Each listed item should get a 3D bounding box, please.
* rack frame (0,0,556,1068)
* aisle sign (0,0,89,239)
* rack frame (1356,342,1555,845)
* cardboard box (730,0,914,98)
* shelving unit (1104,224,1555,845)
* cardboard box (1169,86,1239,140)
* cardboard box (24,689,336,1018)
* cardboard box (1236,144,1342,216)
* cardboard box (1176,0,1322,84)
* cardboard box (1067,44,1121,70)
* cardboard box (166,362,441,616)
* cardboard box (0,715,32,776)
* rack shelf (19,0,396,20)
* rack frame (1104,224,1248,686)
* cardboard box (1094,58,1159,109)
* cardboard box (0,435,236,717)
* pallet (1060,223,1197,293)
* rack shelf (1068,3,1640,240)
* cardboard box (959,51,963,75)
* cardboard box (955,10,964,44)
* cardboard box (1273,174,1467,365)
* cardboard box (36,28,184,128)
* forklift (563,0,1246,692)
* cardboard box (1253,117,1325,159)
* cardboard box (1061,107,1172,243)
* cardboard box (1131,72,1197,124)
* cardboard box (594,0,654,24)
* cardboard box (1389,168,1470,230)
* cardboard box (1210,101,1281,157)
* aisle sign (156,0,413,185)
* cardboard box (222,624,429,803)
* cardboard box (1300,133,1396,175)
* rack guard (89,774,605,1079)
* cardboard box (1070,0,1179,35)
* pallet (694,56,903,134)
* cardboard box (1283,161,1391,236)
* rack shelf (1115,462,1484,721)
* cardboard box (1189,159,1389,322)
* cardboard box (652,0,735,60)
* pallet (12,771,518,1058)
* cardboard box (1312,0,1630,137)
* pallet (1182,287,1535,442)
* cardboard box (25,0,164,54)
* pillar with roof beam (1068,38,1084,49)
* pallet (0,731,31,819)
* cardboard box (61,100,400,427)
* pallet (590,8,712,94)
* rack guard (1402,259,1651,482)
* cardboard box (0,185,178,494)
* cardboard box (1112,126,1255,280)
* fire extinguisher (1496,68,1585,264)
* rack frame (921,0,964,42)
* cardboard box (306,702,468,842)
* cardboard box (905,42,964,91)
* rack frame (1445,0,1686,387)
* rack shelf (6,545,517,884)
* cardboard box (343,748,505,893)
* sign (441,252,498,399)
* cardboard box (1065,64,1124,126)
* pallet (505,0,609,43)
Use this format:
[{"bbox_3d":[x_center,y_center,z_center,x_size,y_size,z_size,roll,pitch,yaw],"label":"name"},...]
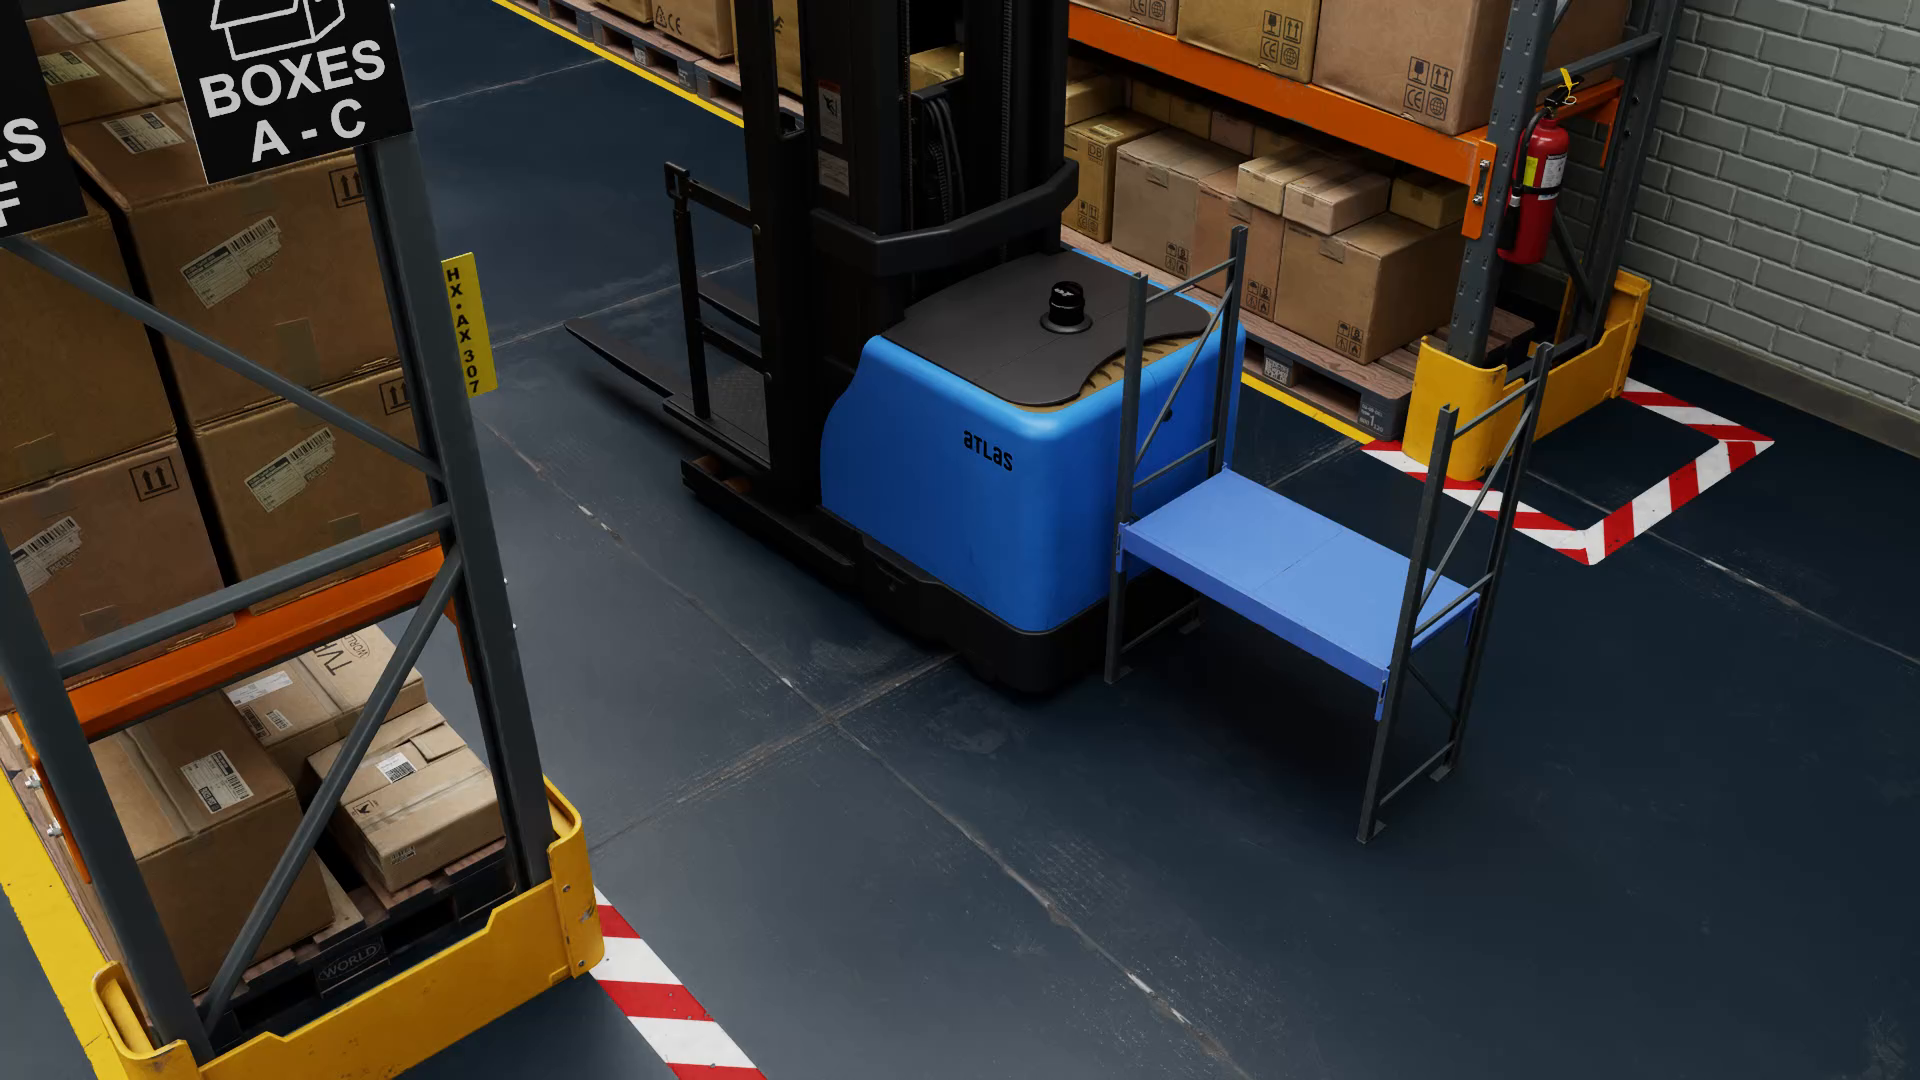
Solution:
[{"bbox_3d":[-1.470,0.106,3.505,1.000,3.000,0.127,-26,43,-32],"label":"rack frame"},{"bbox_3d":[-1.660,-0.810,2.550,0.394,0.787,0.004,-26,43,-32],"label":"aisle sign"},{"bbox_3d":[1.377,0.193,4.680,0.500,1.500,0.032,-29,44,-34],"label":"rack frame"},{"bbox_3d":[-0.788,-3.042,9.446,0.750,0.750,0.750,-25,43,-31],"label":"cardboard box"},{"bbox_3d":[1.025,-0.019,4.979,0.538,1.500,1.048,-29,44,-34],"label":"shelving unit"},{"bbox_3d":[1.197,-2.009,7.730,0.380,0.149,0.250,-26,43,-31],"label":"cardboard box"},{"bbox_3d":[-2.009,0.799,4.309,0.500,0.500,0.500,-26,43,-32],"label":"cardboard box"},{"bbox_3d":[1.396,-1.532,7.056,0.380,0.149,0.250,-25,42,-31],"label":"cardboard box"},{"bbox_3d":[1.497,-2.404,6.789,0.980,0.700,0.700,-26,43,-32],"label":"cardboard box"},{"bbox_3d":[0.705,-2.347,8.206,0.380,0.149,0.250,-28,44,-33],"label":"cardboard box"},{"bbox_3d":[-1.555,-0.229,3.891,0.500,0.500,0.500,-25,42,-31],"label":"cardboard box"},{"bbox_3d":[-2.599,0.470,4.990,0.500,0.250,0.500,-26,43,-32],"label":"cardboard box"},{"bbox_3d":[-2.761,-1.707,4.092,1.077,0.370,4.000,-26,43,-32],"label":"rack shelf"},{"bbox_3d":[0.673,-0.231,5.278,0.500,1.500,0.032,-29,44,-34],"label":"rack frame"},{"bbox_3d":[0.867,-2.235,8.048,0.380,0.149,0.250,-26,43,-31],"label":"cardboard box"},{"bbox_3d":[-1.967,-0.031,3.612,0.500,0.500,0.500,-25,42,-30],"label":"cardboard box"},{"bbox_3d":[0.953,-1.467,8.139,1.003,0.211,1.213,-26,43,-32],"label":"pallet"},{"bbox_3d":[1.021,-2.332,7.571,1.077,0.370,4.000,-26,43,-32],"label":"rack shelf"},{"bbox_3d":[0.216,-2.337,8.193,0.380,0.149,0.250,-24,42,-30],"label":"cardboard box"},{"bbox_3d":[0.193,-2.695,8.698,0.380,0.149,0.250,-26,43,-32],"label":"cardboard box"},{"bbox_3d":[1.783,-1.166,7.101,0.700,0.500,0.500,-26,43,-32],"label":"cardboard box"},{"bbox_3d":[-1.898,-0.865,3.924,0.500,0.500,0.500,-26,43,-31],"label":"cardboard box"},{"bbox_3d":[-0.432,-1.457,5.771,1.130,2.935,3.031,-29,44,-34],"label":"forklift"},{"bbox_3d":[1.528,-1.784,7.412,0.380,0.149,0.250,-26,43,-31],"label":"cardboard box"},{"bbox_3d":[0.786,-1.841,8.054,0.700,0.500,0.500,-25,42,-31],"label":"cardboard box"},{"bbox_3d":[1.034,-2.121,7.888,0.380,0.149,0.250,-27,43,-33],"label":"cardboard box"},{"bbox_3d":[-1.916,-3.806,10.526,0.750,0.750,0.750,-26,43,-32],"label":"cardboard box"},{"bbox_3d":[2.017,-1.450,6.941,0.380,0.149,0.250,-26,43,-31],"label":"cardboard box"},{"bbox_3d":[1.364,-1.896,7.570,0.380,0.149,0.250,-25,42,-31],"label":"cardboard box"},{"bbox_3d":[-1.202,-1.034,2.865,0.394,0.787,0.004,-26,43,-32],"label":"aisle sign"},{"bbox_3d":[-1.927,0.482,4.972,0.500,0.250,0.500,-26,43,-32],"label":"cardboard box"},{"bbox_3d":[1.689,-1.674,7.256,0.380,0.149,0.250,-26,43,-32],"label":"cardboard box"},{"bbox_3d":[-1.519,1.093,4.275,1.175,0.500,0.348,-26,43,-32],"label":"rack guard"},{"bbox_3d":[1.012,-2.744,7.270,0.980,0.700,0.700,-28,44,-34],"label":"cardboard box"},{"bbox_3d":[-0.825,-2.684,9.857,1.003,0.211,1.213,-26,43,-32],"label":"pallet"},{"bbox_3d":[1.561,-1.420,6.897,0.380,0.149,0.250,-27,43,-32],"label":"cardboard box"},{"bbox_3d":[1.025,0.128,5.083,0.538,0.185,1.000,-29,44,-34],"label":"rack shelf"},{"bbox_3d":[1.461,-1.387,7.412,0.700,0.500,0.500,-26,43,-32],"label":"cardboard box"},{"bbox_3d":[-1.364,-3.433,9.999,0.750,0.750,0.750,-25,42,-30],"label":"cardboard box"},{"bbox_3d":[-2.034,0.859,4.855,1.003,0.211,1.213,-26,43,-32],"label":"pallet"},{"bbox_3d":[1.975,-2.087,6.342,0.980,0.700,0.700,-24,42,-30],"label":"cardboard box"},{"bbox_3d":[1.736,-0.929,7.379,1.003,0.211,1.213,-26,43,-32],"label":"pallet"},{"bbox_3d":[-2.217,-1.088,4.239,0.500,0.500,0.500,-25,42,-31],"label":"cardboard box"},{"bbox_3d":[-2.446,-4.365,4.628,9.100,9.000,0.400,-26,43,-32],"label":"pillar with roof beam"},{"bbox_3d":[-2.818,0.321,5.615,1.003,0.211,1.213,-26,43,-32],"label":"pallet"},{"bbox_3d":[-1.555,-0.637,3.602,0.500,0.500,0.500,-25,42,-30],"label":"cardboard box"},{"bbox_3d":[-1.617,-3.223,10.618,1.003,0.211,1.213,-26,43,-32],"label":"pallet"},{"bbox_3d":[2.327,-0.712,6.823,1.175,0.500,0.348,-26,43,-32],"label":"rack guard"},{"bbox_3d":[-1.967,-0.437,3.319,0.500,0.500,0.500,-26,43,-32],"label":"cardboard box"},{"bbox_3d":[1.135,-1.609,7.726,0.700,0.500,0.500,-28,44,-33],"label":"cardboard box"},{"bbox_3d":[2.056,-1.321,5.909,0.296,0.674,0.183,-26,43,-32],"label":"fire extinguisher"},{"bbox_3d":[-0.270,-3.509,8.609,1.000,3.000,0.127,-26,43,-32],"label":"rack frame"},{"bbox_3d":[-1.639,0.659,4.794,0.380,0.166,0.250,-26,43,-32],"label":"cardboard box"},{"bbox_3d":[0.135,-2.292,8.690,0.700,0.500,0.500,-25,43,-31],"label":"cardboard box"},{"bbox_3d":[2.312,-1.743,6.116,1.000,3.000,0.127,-26,43,-32],"label":"rack frame"},{"bbox_3d":[-2.761,-0.483,4.959,1.077,0.370,4.000,-26,43,-32],"label":"rack shelf"},{"bbox_3d":[-1.478,0.777,4.644,0.380,0.149,0.250,-26,43,-32],"label":"cardboard box"},{"bbox_3d":[-1.056,-0.450,3.540,0.100,0.325,0.005,-26,43,-32],"label":"sign"},{"bbox_3d":[0.553,-2.107,7.868,0.380,0.149,0.250,-27,44,-33],"label":"cardboard box"},{"bbox_3d":[-2.400,-3.761,11.378,1.003,0.211,1.213,-26,43,-32],"label":"pallet"}]
